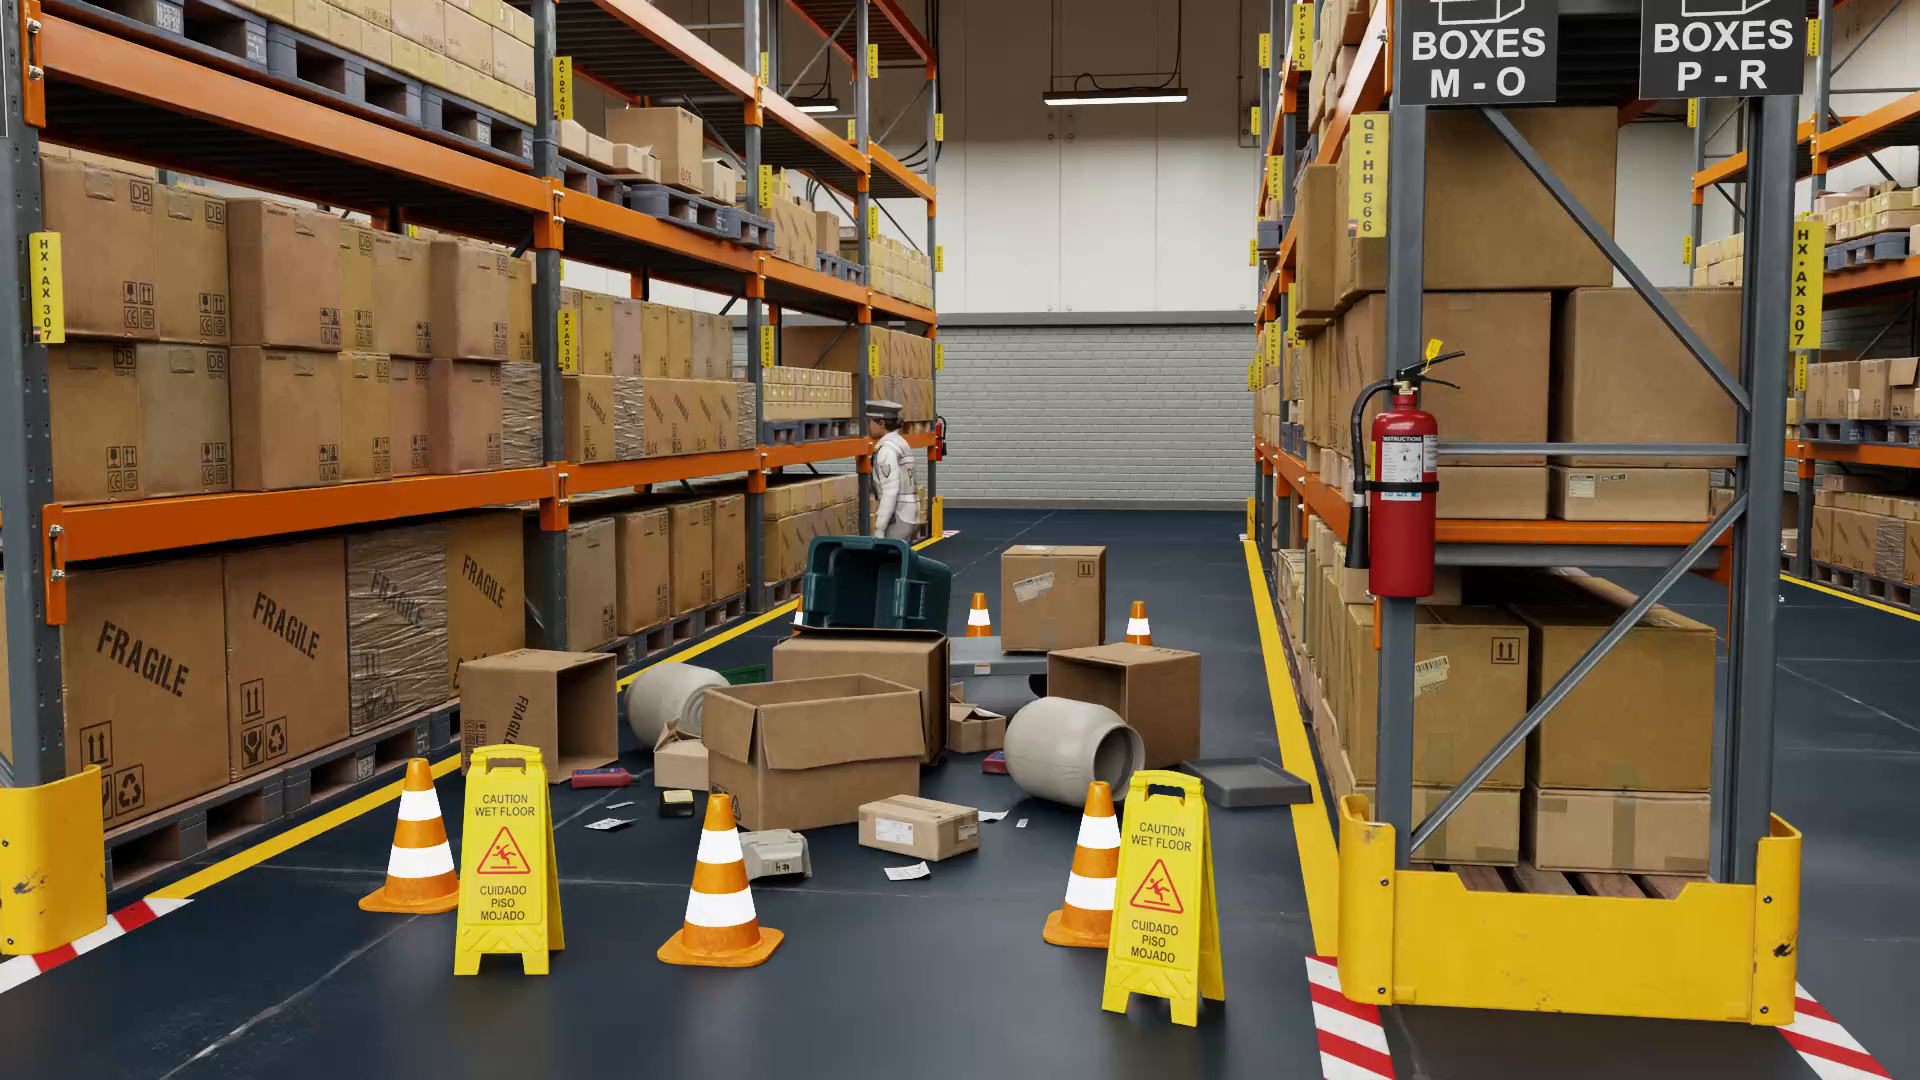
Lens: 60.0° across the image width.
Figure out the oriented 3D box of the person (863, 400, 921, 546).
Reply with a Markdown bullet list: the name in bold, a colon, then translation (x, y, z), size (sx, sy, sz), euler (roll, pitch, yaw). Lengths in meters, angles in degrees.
- **person**: translation (-0.445, -0.078, 10.848), size (0.372, 1.663, 0.528), euler (1, 5, 9)
